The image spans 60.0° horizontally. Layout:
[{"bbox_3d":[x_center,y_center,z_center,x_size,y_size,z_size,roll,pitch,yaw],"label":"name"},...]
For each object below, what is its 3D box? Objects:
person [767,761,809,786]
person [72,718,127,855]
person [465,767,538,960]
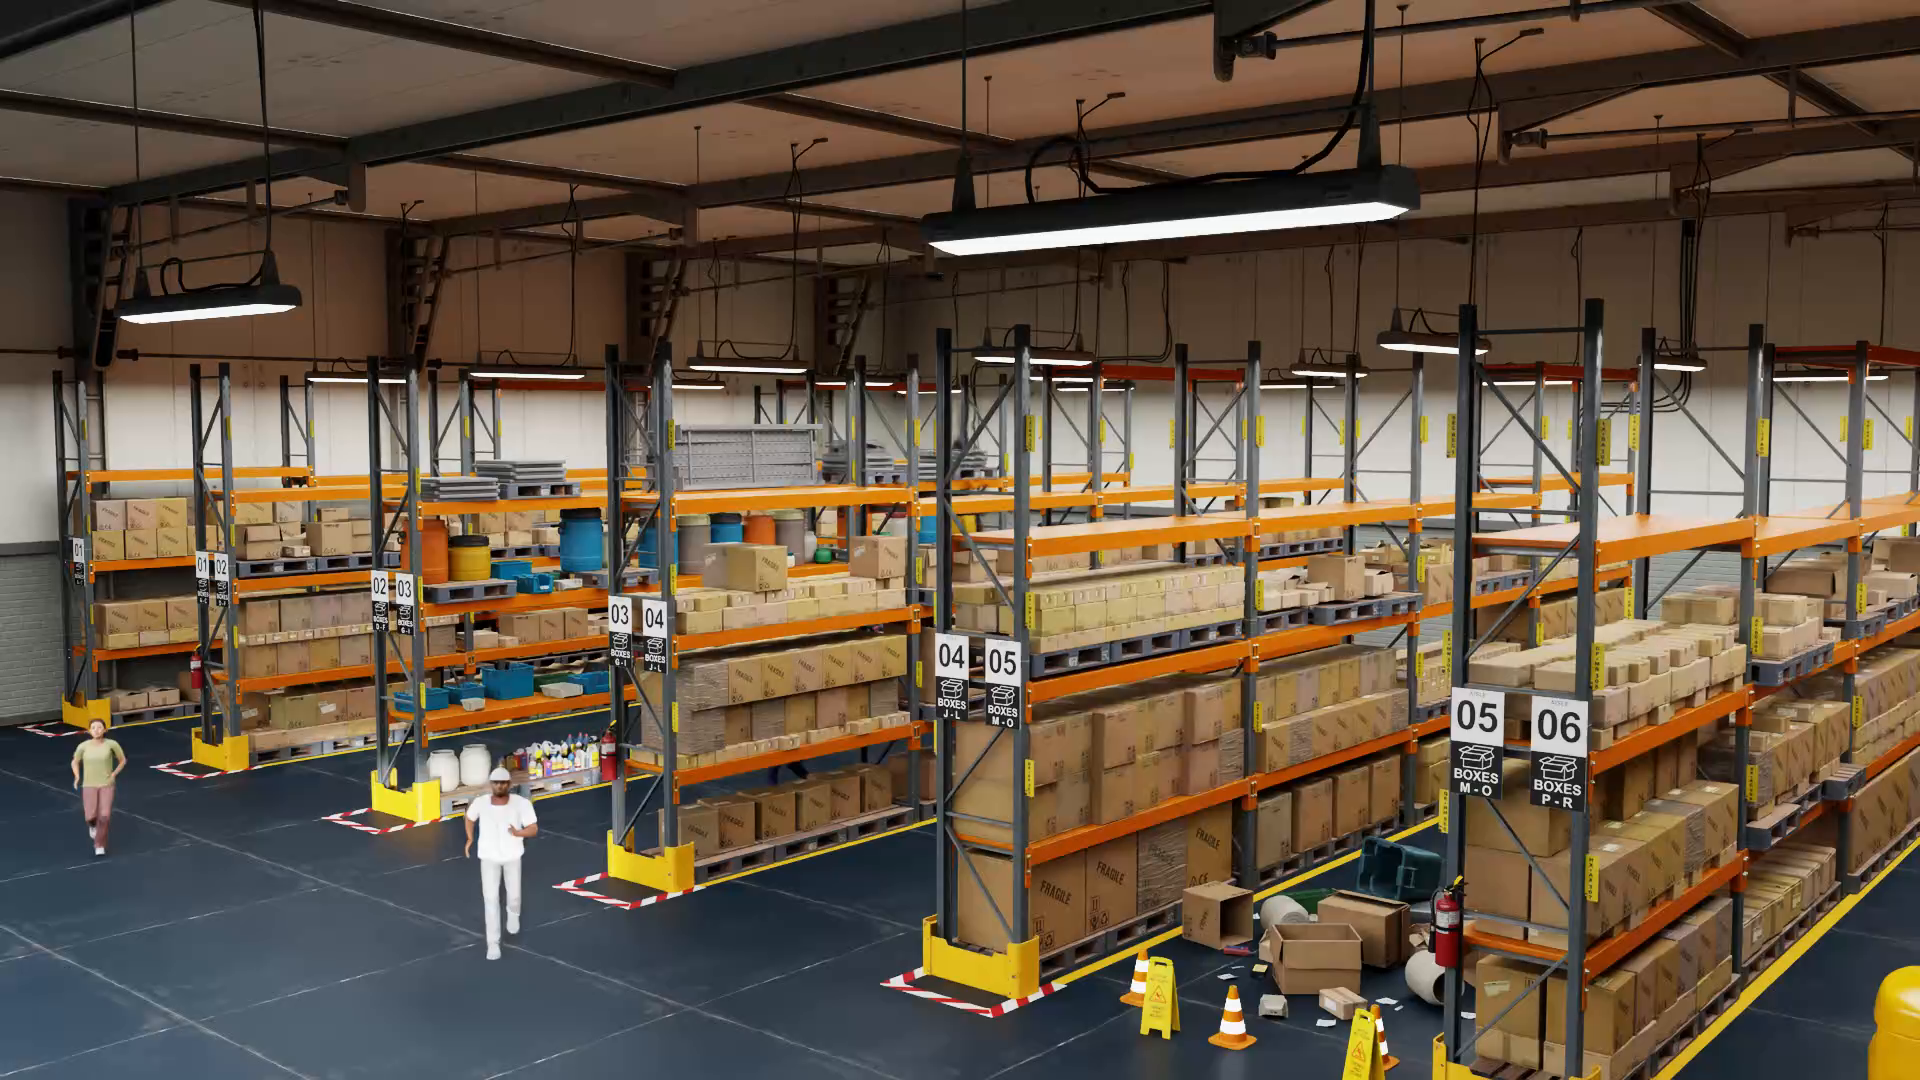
[{"bbox_3d":[-2.446,2.684,22.942,0.617,1.649,0.818,3,5,33],"label":"person"},{"bbox_3d":[-10.277,2.935,19.849,0.581,1.612,0.558,-2,4,-23],"label":"person"},{"bbox_3d":[-4.466,3.085,16.190,0.701,1.753,0.988,-1,4,-13],"label":"person"}]
